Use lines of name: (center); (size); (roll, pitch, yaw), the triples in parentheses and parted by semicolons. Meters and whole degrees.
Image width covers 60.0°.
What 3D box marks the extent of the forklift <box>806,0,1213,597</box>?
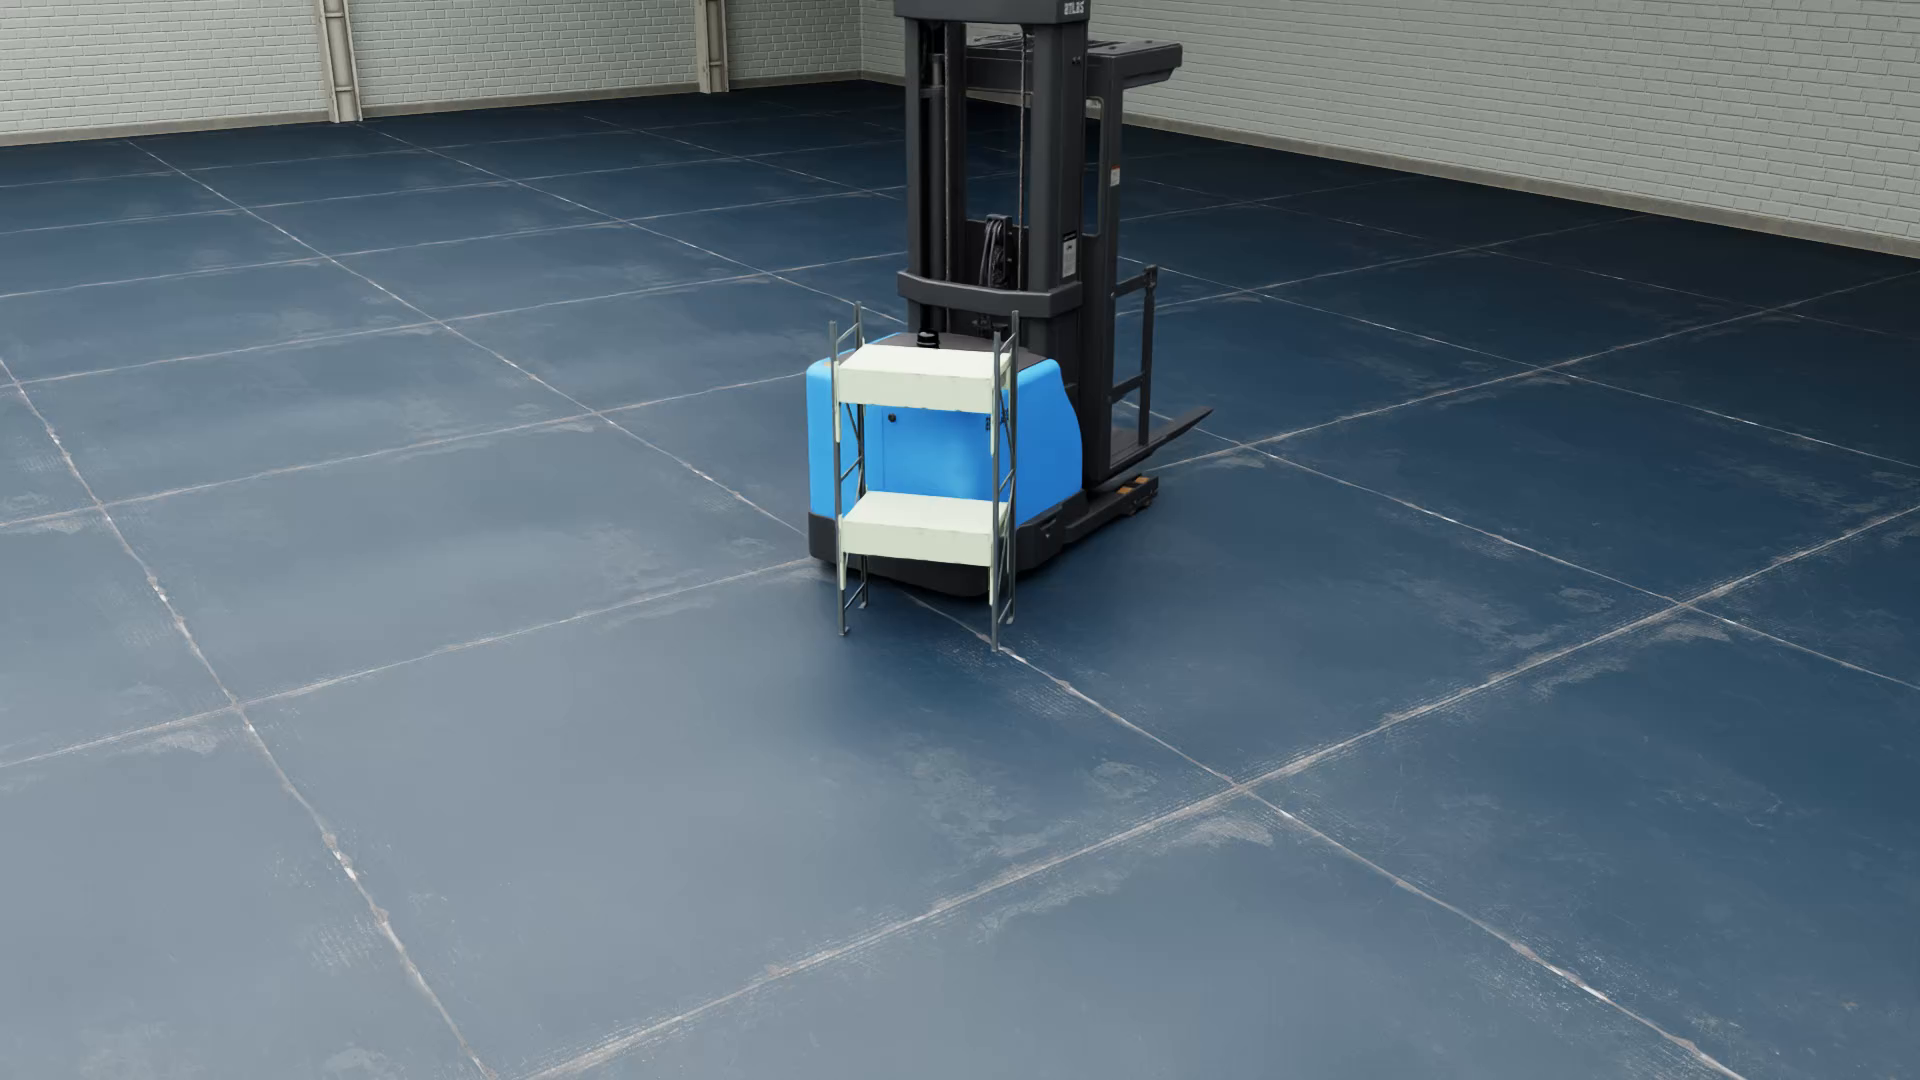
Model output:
forklift: (0.462, -1.580, 8.900); (1.130, 2.935, 3.031); (14, 26, 31)

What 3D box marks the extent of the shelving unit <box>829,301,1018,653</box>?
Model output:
shelving unit: (-0.153, -0.286, 7.588); (0.755, 1.500, 0.431); (5, 22, 13)

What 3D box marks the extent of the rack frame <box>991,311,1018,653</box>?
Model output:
rack frame: (0.202, -0.253, 7.506); (0.023, 1.500, 0.400); (5, 22, 13)

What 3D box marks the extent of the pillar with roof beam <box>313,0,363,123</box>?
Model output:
pillar with roof beam: (-6.411, -8.984, 19.268); (0.400, 9.000, 9.100); (-15, 26, -33)

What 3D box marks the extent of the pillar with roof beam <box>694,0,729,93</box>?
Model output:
pillar with roof beam: (-1.541, -10.282, 22.523); (0.400, 9.000, 9.100); (-15, 26, -33)

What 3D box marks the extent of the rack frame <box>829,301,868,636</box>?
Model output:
rack frame: (-0.508, -0.319, 7.670); (0.023, 1.500, 0.400); (5, 22, 13)

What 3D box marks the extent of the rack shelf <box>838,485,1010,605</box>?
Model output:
rack shelf: (-0.153, 0.017, 7.709); (0.720, 0.370, 0.431); (5, 22, 13)

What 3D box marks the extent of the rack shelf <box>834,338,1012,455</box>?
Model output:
rack shelf: (-0.153, -0.648, 7.443); (0.720, 0.370, 0.431); (5, 22, 13)
